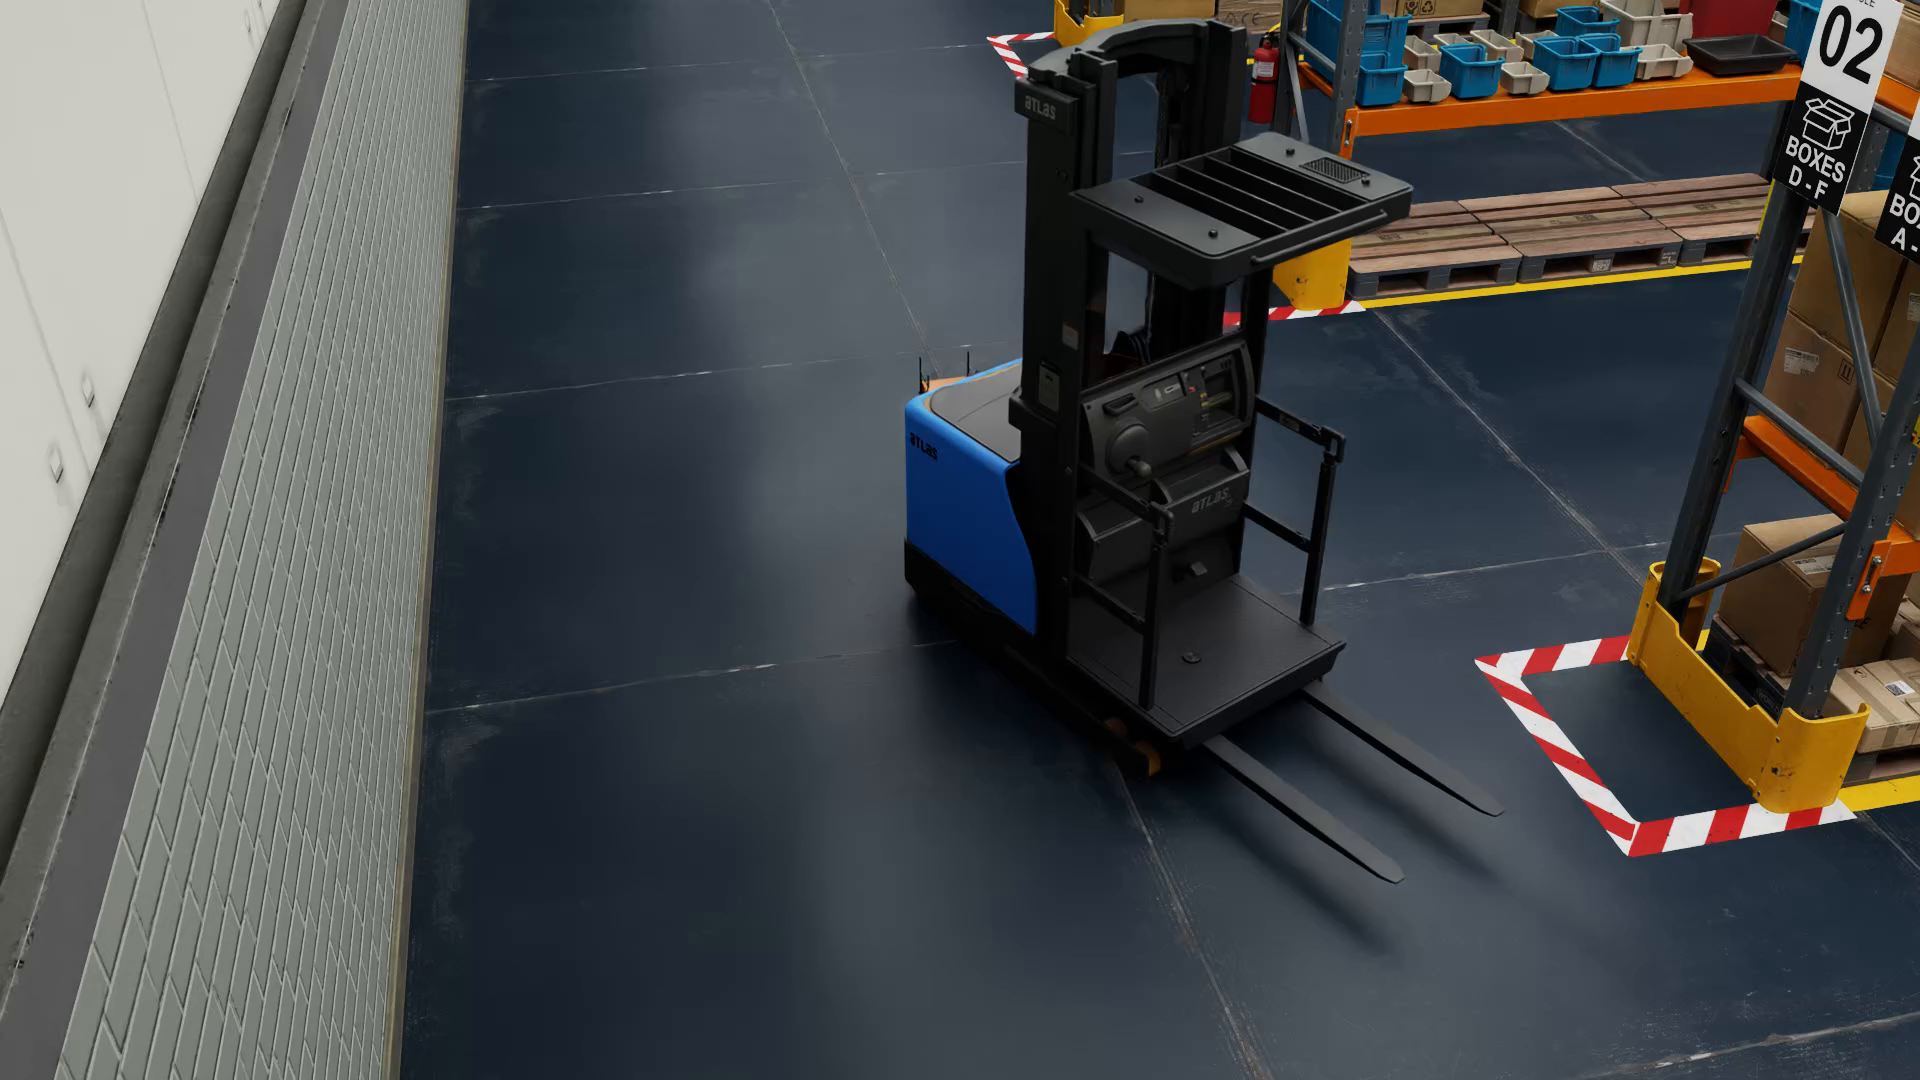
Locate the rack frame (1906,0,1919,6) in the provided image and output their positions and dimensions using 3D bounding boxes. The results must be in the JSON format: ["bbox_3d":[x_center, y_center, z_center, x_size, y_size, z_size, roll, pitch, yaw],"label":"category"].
[{"bbox_3d":[3.384,-2.902,4.999,0.127,3.000,1.000,-7,35,-11],"label":"rack frame"}]

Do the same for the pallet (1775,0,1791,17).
[{"bbox_3d":[8.220,-5.565,16.853,1.213,0.211,1.003,-7,35,-11],"label":"pallet"}]

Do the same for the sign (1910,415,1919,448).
[{"bbox_3d":[3.504,-0.475,5.990,0.005,0.325,0.100,-7,35,-11],"label":"sign"}]

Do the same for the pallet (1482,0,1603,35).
[{"bbox_3d":[5.840,-5.265,16.406,1.213,0.211,1.003,-7,35,-11],"label":"pallet"}]

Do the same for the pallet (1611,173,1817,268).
[{"bbox_3d":[5.488,-2.326,12.026,1.213,0.211,1.003,-7,35,-11],"label":"pallet"}]

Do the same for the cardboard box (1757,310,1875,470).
[{"bbox_3d":[3.761,-0.655,6.945,0.500,0.500,0.500,-6,34,-9],"label":"cardboard box"}]

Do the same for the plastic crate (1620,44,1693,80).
[{"bbox_3d":[4.564,-3.133,10.910,0.466,0.136,0.293,-7,35,-11],"label":"plastic crate"}]

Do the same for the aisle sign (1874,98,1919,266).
[{"bbox_3d":[3.382,-1.322,5.696,0.004,0.787,0.394,-7,35,-11],"label":"aisle sign"}]

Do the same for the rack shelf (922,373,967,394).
[{"bbox_3d":[-0.057,-0.659,8.299,0.240,0.259,0.215,-8,35,-11],"label":"rack shelf"}]

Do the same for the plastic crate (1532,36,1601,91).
[{"bbox_3d":[3.893,-3.072,10.733,0.300,0.233,0.416,-7,35,-11],"label":"plastic crate"}]

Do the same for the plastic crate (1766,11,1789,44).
[{"bbox_3d":[5.711,-3.531,11.503,0.243,0.136,0.396,-7,35,-11],"label":"plastic crate"}]

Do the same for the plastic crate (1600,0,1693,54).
[{"bbox_3d":[4.666,-3.483,11.301,0.530,0.282,0.437,-7,35,-11],"label":"plastic crate"}]

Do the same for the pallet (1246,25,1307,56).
[{"bbox_3d":[3.152,-4.926,15.902,1.213,0.211,1.003,-7,35,-11],"label":"pallet"}]

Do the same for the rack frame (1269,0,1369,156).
[{"bbox_3d":[2.295,-3.103,10.683,0.127,3.000,1.000,-7,35,-11],"label":"rack frame"}]

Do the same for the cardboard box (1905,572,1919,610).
[{"bbox_3d":[4.793,0.247,7.763,0.500,0.250,0.500,-7,35,-11],"label":"cardboard box"}]

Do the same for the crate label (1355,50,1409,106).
[{"bbox_3d":[2.608,-2.910,10.491,0.303,0.233,0.416,-7,35,-11],"label":"crate label"}]

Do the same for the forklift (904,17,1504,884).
[{"bbox_3d":[1.018,-0.495,6.858,1.130,2.935,3.031,-23,40,-30],"label":"forklift"}]

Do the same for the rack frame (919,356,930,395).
[{"bbox_3d":[-0.176,-0.417,8.427,0.008,1.050,0.200,-8,35,-11],"label":"rack frame"}]

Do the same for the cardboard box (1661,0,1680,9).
[{"bbox_3d":[6.595,-5.779,16.200,0.875,0.875,1.225,-8,35,-12],"label":"cardboard box"}]

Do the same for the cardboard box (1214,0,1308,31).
[{"bbox_3d":[2.696,-5.322,15.518,0.875,0.875,0.875,-7,35,-11],"label":"cardboard box"}]

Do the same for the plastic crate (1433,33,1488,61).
[{"bbox_3d":[3.336,-3.245,11.077,0.243,0.136,0.396,-7,35,-11],"label":"plastic crate"}]

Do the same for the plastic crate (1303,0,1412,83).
[{"bbox_3d":[2.580,-3.286,10.869,0.499,0.435,0.616,-7,35,-11],"label":"plastic crate"}]

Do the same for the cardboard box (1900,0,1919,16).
[{"bbox_3d":[3.829,-2.003,6.038,0.500,0.250,0.500,-7,35,-11],"label":"cardboard box"}]

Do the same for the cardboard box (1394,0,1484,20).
[{"bbox_3d":[4.442,-5.542,15.846,0.875,0.875,0.875,-7,35,-11],"label":"cardboard box"}]

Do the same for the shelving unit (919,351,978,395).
[{"bbox_3d":[-0.058,-0.433,8.451,0.252,1.050,0.215,-8,35,-11],"label":"shelving unit"}]

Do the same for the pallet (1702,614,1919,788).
[{"bbox_3d":[4.236,0.639,7.608,1.213,0.211,1.003,-7,35,-11],"label":"pallet"}]

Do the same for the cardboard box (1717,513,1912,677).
[{"bbox_3d":[3.860,0.244,7.543,0.500,0.500,0.500,-7,35,-11],"label":"cardboard box"}]

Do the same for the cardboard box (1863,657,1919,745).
[{"bbox_3d":[4.112,0.687,7.181,0.250,0.166,0.380,-7,35,-11],"label":"cardboard box"}]

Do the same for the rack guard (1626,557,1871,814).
[{"bbox_3d":[3.458,0.618,7.381,0.348,0.500,1.175,-7,35,-11],"label":"rack guard"}]

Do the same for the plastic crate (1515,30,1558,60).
[{"bbox_3d":[3.887,-3.339,11.217,0.250,0.136,0.298,-7,35,-11],"label":"plastic crate"}]

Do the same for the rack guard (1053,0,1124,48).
[{"bbox_3d":[1.179,-4.755,15.386,0.348,0.500,1.175,-7,35,-11],"label":"rack guard"}]

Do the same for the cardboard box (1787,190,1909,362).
[{"bbox_3d":[3.757,-1.072,6.668,0.500,0.500,0.500,-7,35,-11],"label":"cardboard box"}]

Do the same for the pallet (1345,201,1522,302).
[{"bbox_3d":[3.108,-2.026,11.579,1.213,0.211,1.003,-7,35,-11],"label":"pallet"}]

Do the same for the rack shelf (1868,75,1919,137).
[{"bbox_3d":[5.335,-1.604,6.401,4.000,0.370,1.077,-7,35,-11],"label":"rack shelf"}]

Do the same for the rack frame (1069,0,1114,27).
[{"bbox_3d":[1.202,-5.795,14.694,0.127,3.000,1.000,-7,35,-11],"label":"rack frame"}]

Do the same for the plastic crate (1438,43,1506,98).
[{"bbox_3d":[3.250,-2.991,10.612,0.300,0.233,0.416,-7,35,-11],"label":"plastic crate"}]

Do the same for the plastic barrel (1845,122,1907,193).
[{"bbox_3d":[6.731,-2.956,11.969,0.708,0.901,0.600,-7,35,-11],"label":"plastic barrel"}]
